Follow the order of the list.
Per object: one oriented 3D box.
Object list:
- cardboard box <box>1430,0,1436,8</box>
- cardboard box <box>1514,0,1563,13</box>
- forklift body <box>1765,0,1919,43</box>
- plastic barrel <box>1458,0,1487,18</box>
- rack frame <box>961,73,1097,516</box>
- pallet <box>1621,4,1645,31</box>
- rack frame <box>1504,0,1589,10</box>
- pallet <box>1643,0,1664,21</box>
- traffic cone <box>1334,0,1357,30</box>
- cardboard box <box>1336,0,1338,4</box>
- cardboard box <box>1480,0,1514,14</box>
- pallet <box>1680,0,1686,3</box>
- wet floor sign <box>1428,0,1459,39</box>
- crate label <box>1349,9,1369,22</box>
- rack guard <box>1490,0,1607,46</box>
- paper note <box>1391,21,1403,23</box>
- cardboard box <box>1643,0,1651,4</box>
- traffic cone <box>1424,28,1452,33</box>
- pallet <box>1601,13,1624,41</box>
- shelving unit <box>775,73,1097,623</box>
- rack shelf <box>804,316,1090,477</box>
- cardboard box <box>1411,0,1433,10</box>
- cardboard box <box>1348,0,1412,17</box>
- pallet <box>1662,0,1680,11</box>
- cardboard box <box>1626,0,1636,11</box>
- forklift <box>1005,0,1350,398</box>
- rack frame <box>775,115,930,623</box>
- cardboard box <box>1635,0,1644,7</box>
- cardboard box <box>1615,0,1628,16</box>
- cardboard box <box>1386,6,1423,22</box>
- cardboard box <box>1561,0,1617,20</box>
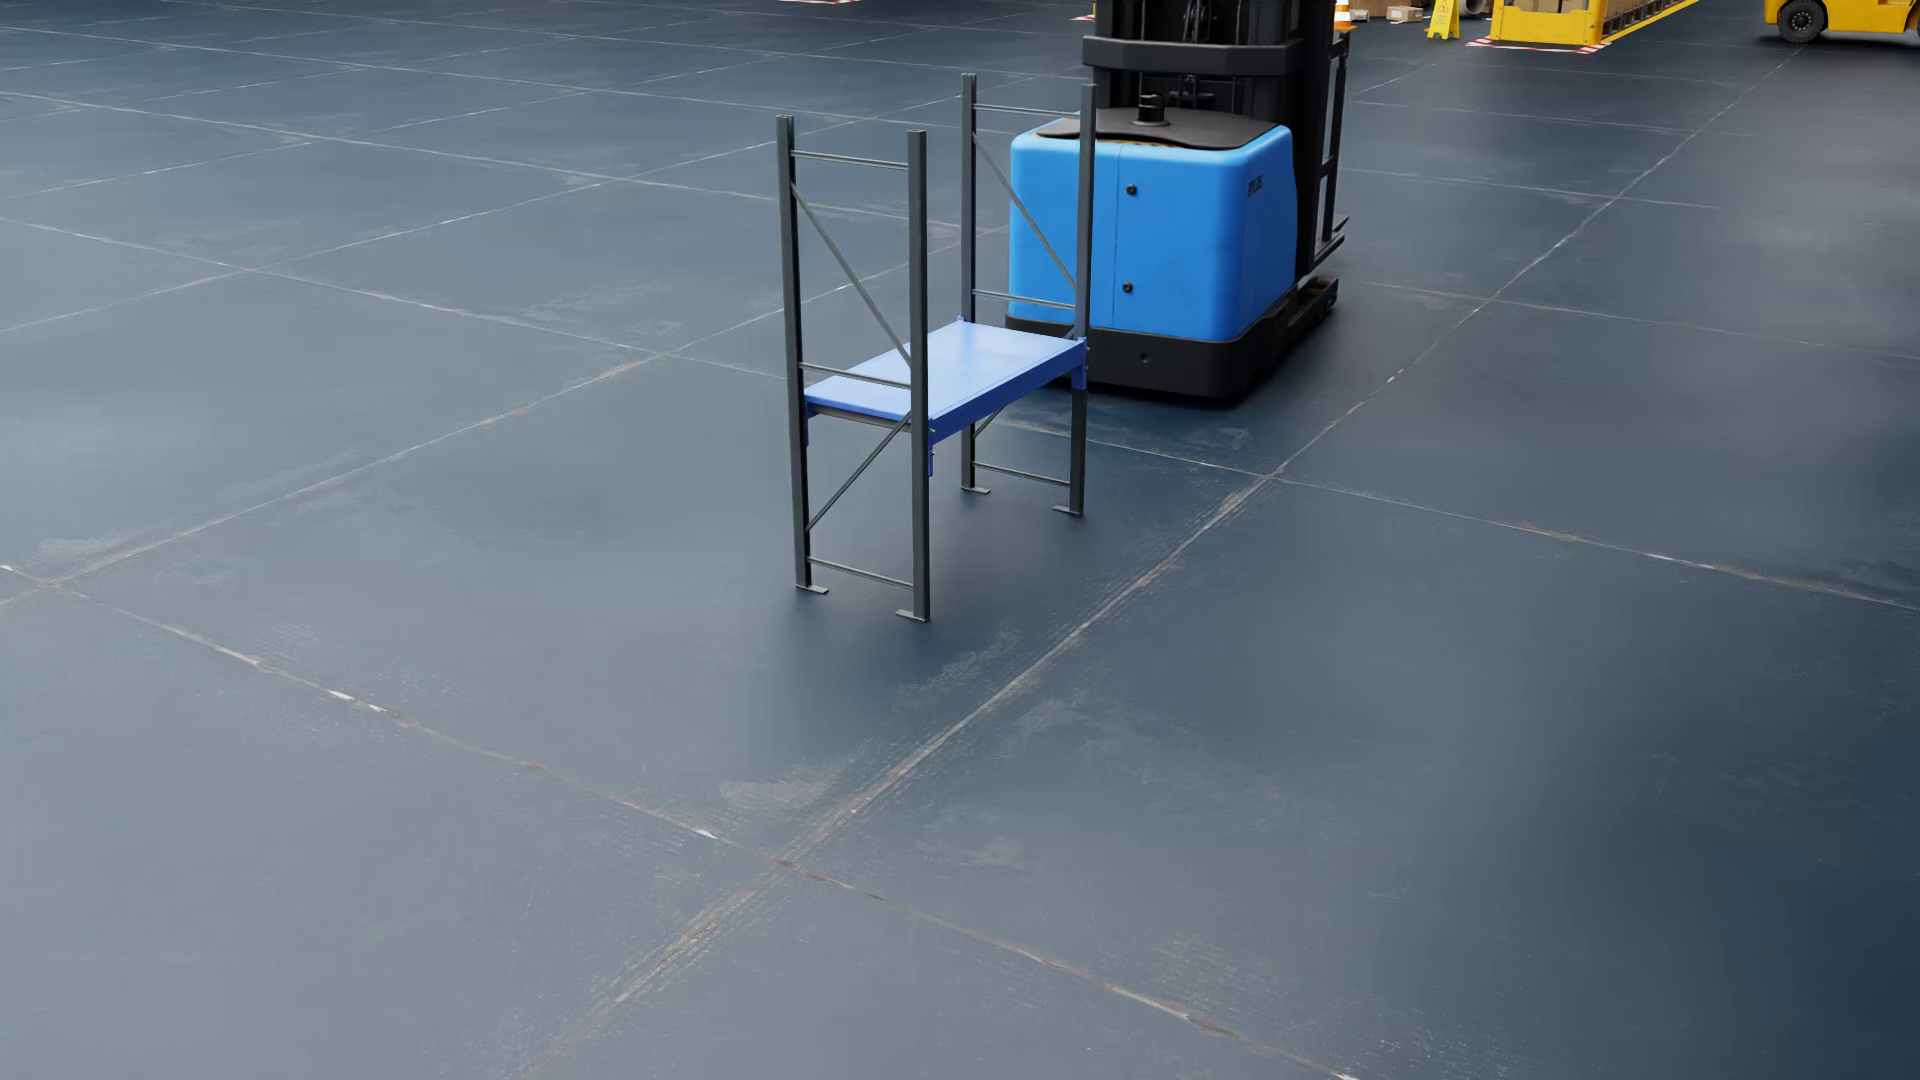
[{"bbox_3d":[6.405,-7.247,22.155,0.258,0.266,0.396,-3,24,-7],"label":"cardboard box"},{"bbox_3d":[6.759,-6.245,19.331,0.500,0.250,0.500,14,27,29],"label":"cardboard box"},{"bbox_3d":[10.218,-6.570,18.220,2.313,2.155,1.214,14,27,29],"label":"forklift body"},{"bbox_3d":[6.352,-6.808,20.944,0.421,0.421,0.512,-7,24,-17],"label":"plastic barrel"},{"bbox_3d":[0.223,-0.831,5.782,0.500,1.500,0.032,14,27,29],"label":"rack frame"},{"bbox_3d":[7.691,-6.399,20.266,1.003,0.211,1.213,14,27,29],"label":"pallet"},{"bbox_3d":[6.548,-6.976,18.089,1.000,3.000,0.127,14,27,29],"label":"rack frame"},{"bbox_3d":[8.334,-6.813,21.221,1.003,0.211,1.213,14,27,29],"label":"pallet"},{"bbox_3d":[4.557,-6.345,19.825,0.336,0.463,0.334,14,27,29],"label":"traffic cone"},{"bbox_3d":[5.058,-7.109,21.837,0.396,0.266,0.258,20,30,38],"label":"cardboard box"},{"bbox_3d":[6.937,-7.104,21.527,0.500,0.500,0.500,-7,24,-17],"label":"cardboard box"},{"bbox_3d":[9.710,-7.723,23.325,1.003,0.211,1.213,14,27,29],"label":"pallet"},{"bbox_3d":[5.539,-6.056,18.927,0.232,0.644,0.267,-17,29,-35],"label":"wet floor sign"},{"bbox_3d":[4.919,-6.474,20.533,0.250,0.136,0.298,1,23,2],"label":"crate label"},{"bbox_3d":[6.588,-5.855,18.645,1.175,0.500,0.348,14,27,29],"label":"rack guard"},{"bbox_3d":[5.356,-6.350,20.380,0.148,0.019,0.142,5,24,11],"label":"paper note"},{"bbox_3d":[8.302,-6.820,20.660,0.500,0.250,0.500,13,27,28],"label":"cardboard box"},{"bbox_3d":[5.679,-6.228,19.553,0.336,0.463,0.334,14,27,29],"label":"traffic cone"},{"bbox_3d":[7.047,-5.989,19.319,1.003,0.211,1.213,14,27,29],"label":"pallet"},{"bbox_3d":[-0.045,-0.659,5.386,0.538,1.500,1.048,14,27,29],"label":"shelving unit"},{"bbox_3d":[-0.045,-0.494,5.457,0.538,0.185,1.000,14,27,29],"label":"rack shelf"},{"bbox_3d":[5.810,-7.334,21.886,0.797,0.637,0.503,14,27,29],"label":"cardboard box"},{"bbox_3d":[5.324,-6.954,21.180,0.797,0.503,0.637,-3,24,-7],"label":"cardboard box"},{"bbox_3d":[9.068,-7.310,22.370,1.003,0.211,1.213,14,27,29],"label":"pallet"},{"bbox_3d":[7.762,-6.479,19.873,0.500,0.250,0.500,16,28,32],"label":"cardboard box"},{"bbox_3d":[1.268,-2.493,7.819,1.130,2.935,3.031,10,25,22],"label":"forklift"},{"bbox_3d":[-0.313,-0.488,4.989,0.500,1.500,0.032,14,27,29],"label":"rack frame"},{"bbox_3d":[8.030,-6.649,20.266,0.500,0.250,0.500,14,27,30],"label":"cardboard box"},{"bbox_3d":[7.484,-6.292,19.442,0.500,0.250,0.500,15,28,31],"label":"cardboard box"},{"bbox_3d":[5.523,-6.533,20.655,0.250,0.149,0.380,-12,26,-26],"label":"cardboard box"},{"bbox_3d":[7.209,-6.122,19.047,0.500,0.250,0.500,14,27,29],"label":"cardboard box"}]
